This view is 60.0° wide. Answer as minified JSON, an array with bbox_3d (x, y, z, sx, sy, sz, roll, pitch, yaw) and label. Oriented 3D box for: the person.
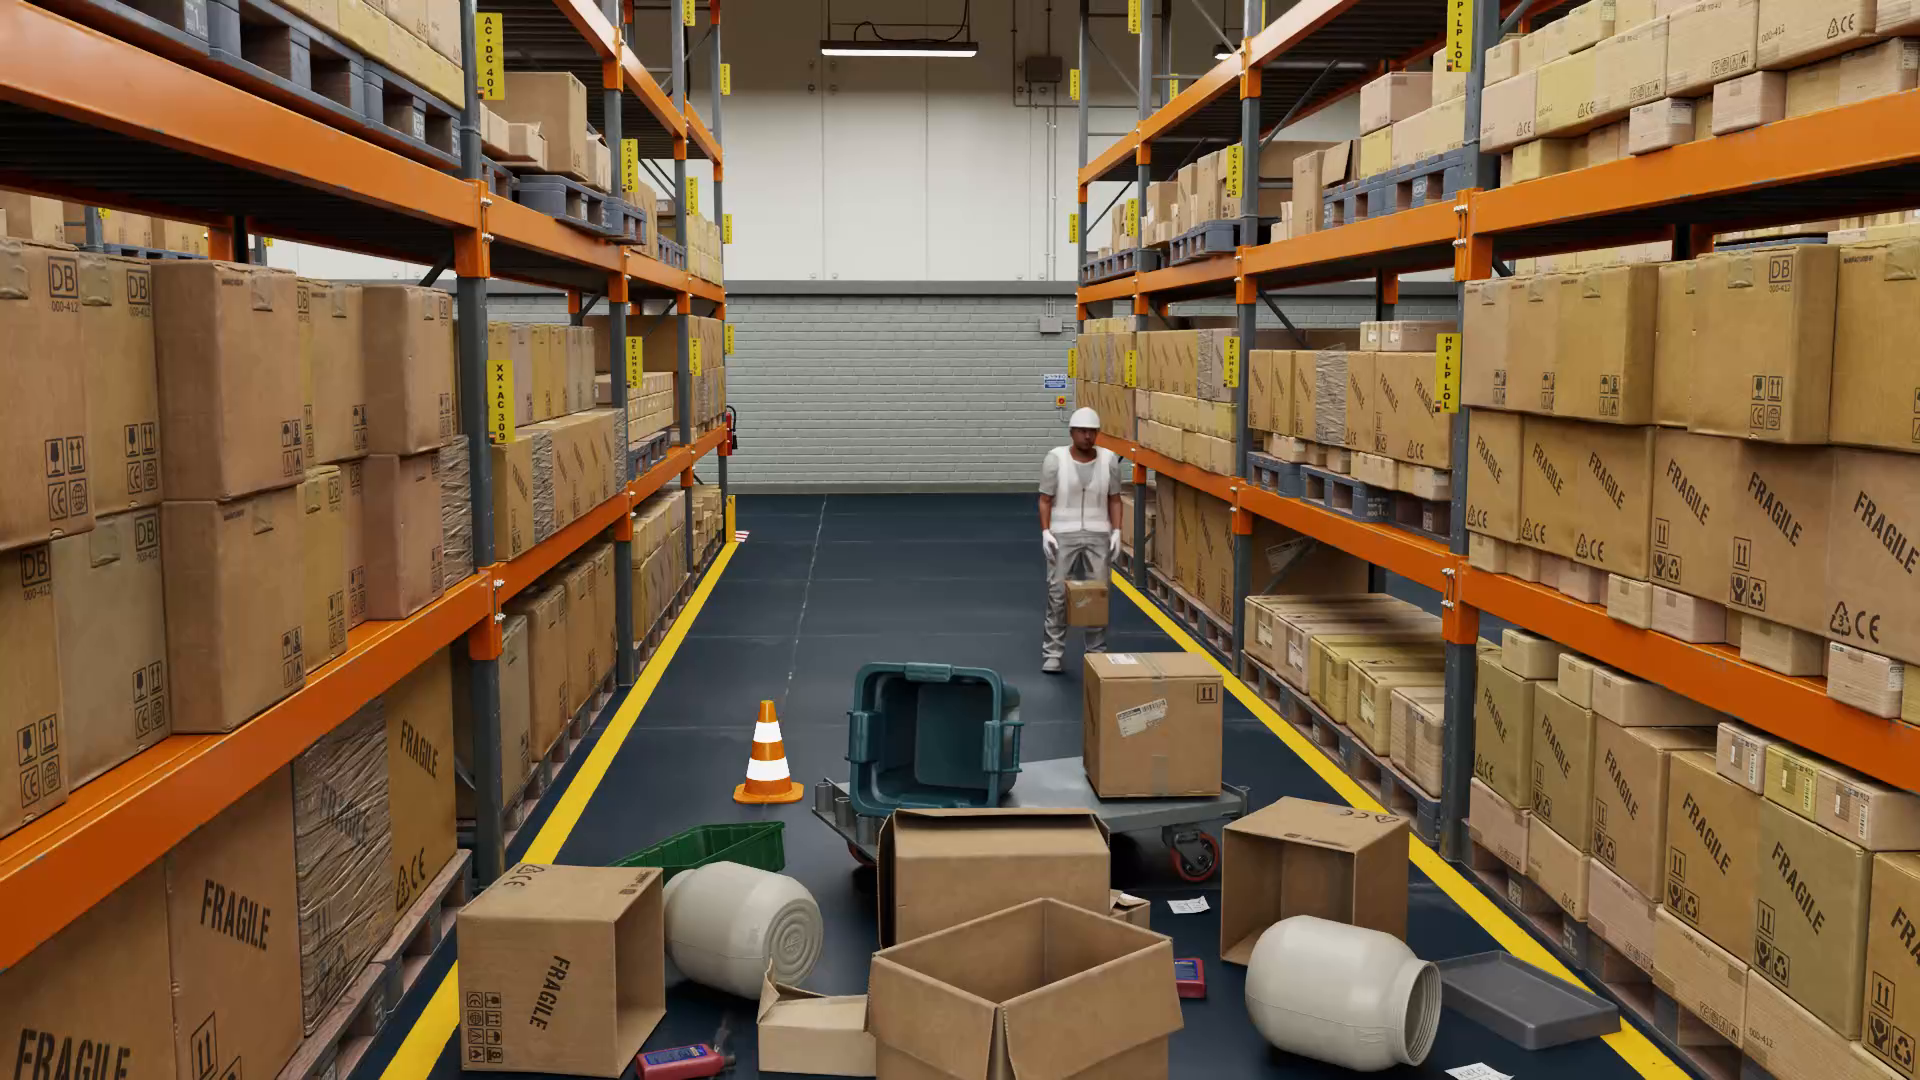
[{"bbox_3d":[0.815,-0.001,11.198,0.617,1.774,0.450,0,7,-4],"label":"person"}]
